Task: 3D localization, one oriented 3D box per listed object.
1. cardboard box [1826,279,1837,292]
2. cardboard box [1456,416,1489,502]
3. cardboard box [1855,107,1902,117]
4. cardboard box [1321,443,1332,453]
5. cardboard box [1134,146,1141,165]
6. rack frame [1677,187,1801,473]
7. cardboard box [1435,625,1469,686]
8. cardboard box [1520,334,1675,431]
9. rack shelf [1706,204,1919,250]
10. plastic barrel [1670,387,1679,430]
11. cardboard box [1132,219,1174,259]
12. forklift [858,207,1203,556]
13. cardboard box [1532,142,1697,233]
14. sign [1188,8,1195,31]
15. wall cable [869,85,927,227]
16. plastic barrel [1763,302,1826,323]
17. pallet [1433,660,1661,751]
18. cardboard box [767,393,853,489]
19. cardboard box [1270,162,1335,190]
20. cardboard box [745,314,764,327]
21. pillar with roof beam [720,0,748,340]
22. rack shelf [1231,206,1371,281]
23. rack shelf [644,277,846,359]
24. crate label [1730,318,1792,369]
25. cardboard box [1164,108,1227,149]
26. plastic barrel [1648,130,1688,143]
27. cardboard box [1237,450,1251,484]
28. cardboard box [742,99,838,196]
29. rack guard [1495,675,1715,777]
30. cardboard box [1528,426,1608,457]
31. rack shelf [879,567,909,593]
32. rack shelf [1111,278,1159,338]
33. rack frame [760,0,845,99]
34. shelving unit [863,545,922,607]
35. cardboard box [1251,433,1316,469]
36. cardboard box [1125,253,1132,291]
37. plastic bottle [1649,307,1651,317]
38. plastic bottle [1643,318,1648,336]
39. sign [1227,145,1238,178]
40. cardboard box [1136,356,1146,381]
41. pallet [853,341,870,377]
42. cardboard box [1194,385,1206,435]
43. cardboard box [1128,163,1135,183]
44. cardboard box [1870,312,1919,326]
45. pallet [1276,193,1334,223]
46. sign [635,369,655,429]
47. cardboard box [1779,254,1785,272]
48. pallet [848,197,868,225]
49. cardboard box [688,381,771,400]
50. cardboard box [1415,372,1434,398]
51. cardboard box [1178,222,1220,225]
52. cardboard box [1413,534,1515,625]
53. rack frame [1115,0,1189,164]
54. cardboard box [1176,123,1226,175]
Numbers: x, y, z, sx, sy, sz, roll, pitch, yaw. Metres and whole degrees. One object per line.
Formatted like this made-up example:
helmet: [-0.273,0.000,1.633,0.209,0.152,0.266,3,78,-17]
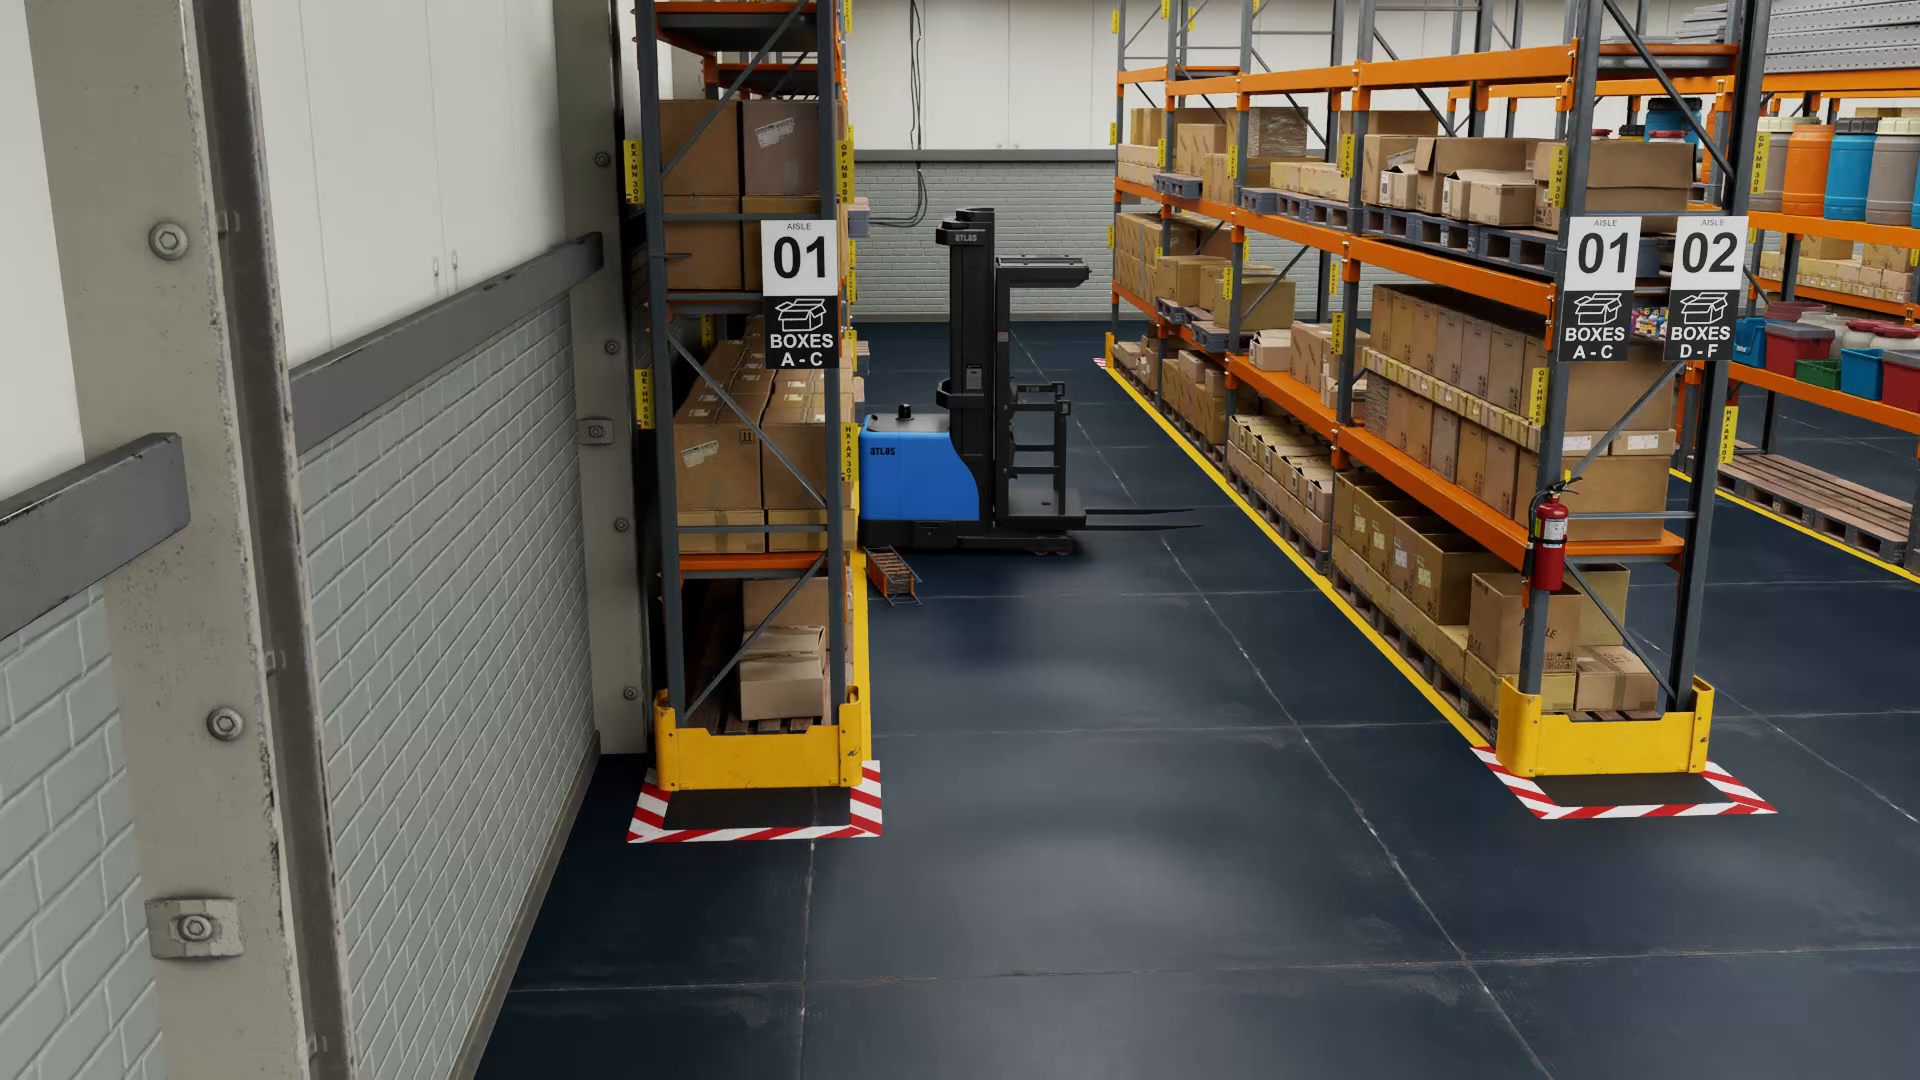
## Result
cardboard box: [12.496,-3.600,23.504,0.380,0.149,0.250,-1,14,-3]
cardboard box: [3.714,-0.551,10.947,0.700,0.500,0.500,-1,14,-3]
cardboard box: [12.804,-5.877,23.078,0.500,0.250,0.500,-1,14,-5]
cardboard box: [3.671,-0.759,15.507,0.500,0.311,0.500,0,14,-2]
cardboard box: [2.661,-5.228,22.606,0.500,0.250,0.500,-1,14,-3]
rack frame: [8.241,-2.197,17.546,1.000,3.000,0.127,-1,14,-3]
cardboard box: [3.421,0.743,10.793,0.500,0.250,0.500,-1,14,-3]
cardboard box: [3.773,-0.938,9.849,0.700,0.500,0.500,-1,14,-3]
rack shelf: [8.365,-2.804,15.329,1.077,0.370,4.000,-1,14,-3]
plastic barrel: [8.069,-1.456,18.816,0.421,0.512,0.421,0,14,0]
cardboard box: [2.664,-4.149,22.924,0.500,0.500,0.500,-1,14,-4]
forklift: [0.625,-1.418,14.655,3.031,2.935,1.130,0,14,1]
cardboard box: [3.761,-2.049,9.619,0.797,0.503,0.637,0,14,0]
sign: [3.356,-7.549,24.115,0.100,0.325,0.005,-1,14,-3]
wall cable: [-2.137,-6.848,29.812,3.097,2.526,0.112,-1,14,-3]
plastic barrel: [8.572,-2.152,17.099,0.600,0.536,0.708,-1,14,-3]
pallet: [3.703,1.029,10.604,1.003,0.211,1.213,-1,14,-3]
cardboard box: [-0.902,-0.601,10.099,0.500,0.500,0.500,-1,14,-3]
cardboard box: [3.381,-3.593,16.410,0.500,0.250,0.500,-2,15,-8]
cardboard box: [-1.496,-1.740,14.687,0.700,0.500,0.500,1,14,4]
pillar with roof beam: [1.495,-6.172,20.954,9.100,9.000,0.400,-1,14,-3]
rack shelf: [3.421,-2.729,15.035,1.077,0.370,4.000,-1,14,-3]
rack shelf: [-1.276,-1.656,10.868,1.077,0.370,4.000,-1,14,-3]
crate label: [8.032,-1.963,16.565,0.502,0.435,0.616,-1,14,-3]
cardboard box: [2.981,-5.222,21.076,0.700,0.500,0.500,-1,14,-3]
plastic barrel: [7.980,-4.358,18.808,0.433,0.535,0.433,0,14,0]
cardboard box: [3.068,-0.734,16.533,0.500,0.250,0.500,-1,14,-5]
cardboard box: [-0.933,-2.149,9.093,0.500,0.500,0.500,-2,15,-7]
rack guard: [3.794,1.085,9.808,1.175,0.500,0.348,-1,14,-3]
cardboard box: [3.578,-0.587,9.784,0.380,0.149,0.250,-1,14,-4]
rack shelf: [-0.519,0.319,13.388,0.258,0.180,0.103,-4,15,-14]
rack shelf: [2.925,-3.265,23.142,1.077,0.370,4.000,-1,14,-3]
rack frame: [-1.895,-5.944,20.071,1.000,3.000,0.127,-1,14,-3]
shelving unit: [-0.560,0.281,13.542,0.258,0.189,1.200,-4,15,-14]
cardboard box: [3.106,-0.873,15.949,0.500,0.311,0.500,-1,14,-5]
cardboard box: [2.631,-3.792,23.544,0.500,0.500,0.500,-1,14,-4]
plastic bottle: [8.402,-2.789,20.096,0.152,0.276,0.135,-1,14,-3]
plastic bottle: [7.756,-2.402,18.742,0.097,0.201,0.097,0,14,0]
sign: [2.755,-3.817,16.784,0.100,0.325,0.005,-1,14,-3]
cardboard box: [2.684,-2.351,22.658,0.500,0.311,0.500,-1,14,-3]
pallet: [-1.497,-1.776,16.293,1.213,0.211,1.003,-1,14,-3]
cardboard box: [2.973,-1.482,18.899,0.500,0.500,0.500,-1,14,-5]
cardboard box: [2.630,-5.111,23.151,0.500,0.250,0.500,-1,14,-3]
cardboard box: [12.975,-2.608,22.565,0.875,0.875,0.875,-1,14,-3]
pallet: [3.500,-3.037,15.171,1.003,0.211,1.213,0,14,-1]
sign: [-1.707,-0.765,9.021,0.100,0.325,0.005,-1,14,-3]
cardboard box: [12.488,-4.082,24.575,0.500,0.250,0.500,-1,14,-4]
pallet: [-1.399,-2.824,14.340,1.213,0.211,1.003,-1,14,-3]
cardboard box: [-1.451,-0.723,10.571,0.500,0.500,0.500,-1,14,-5]
cardboard box: [3.452,-1.099,11.776,0.380,0.149,0.250,-1,14,-5]
cardboard box: [3.237,-4.027,22.450,0.500,0.500,0.500,-1,14,-5]
cardboard box: [3.385,0.256,11.183,0.500,0.500,0.500,-1,14,-3]
rack frame: [2.801,-7.017,24.238,1.000,3.000,0.127,-1,14,-3]
cardboard box: [3.006,-4.743,20.177,0.600,0.600,0.600,-2,15,-9]
